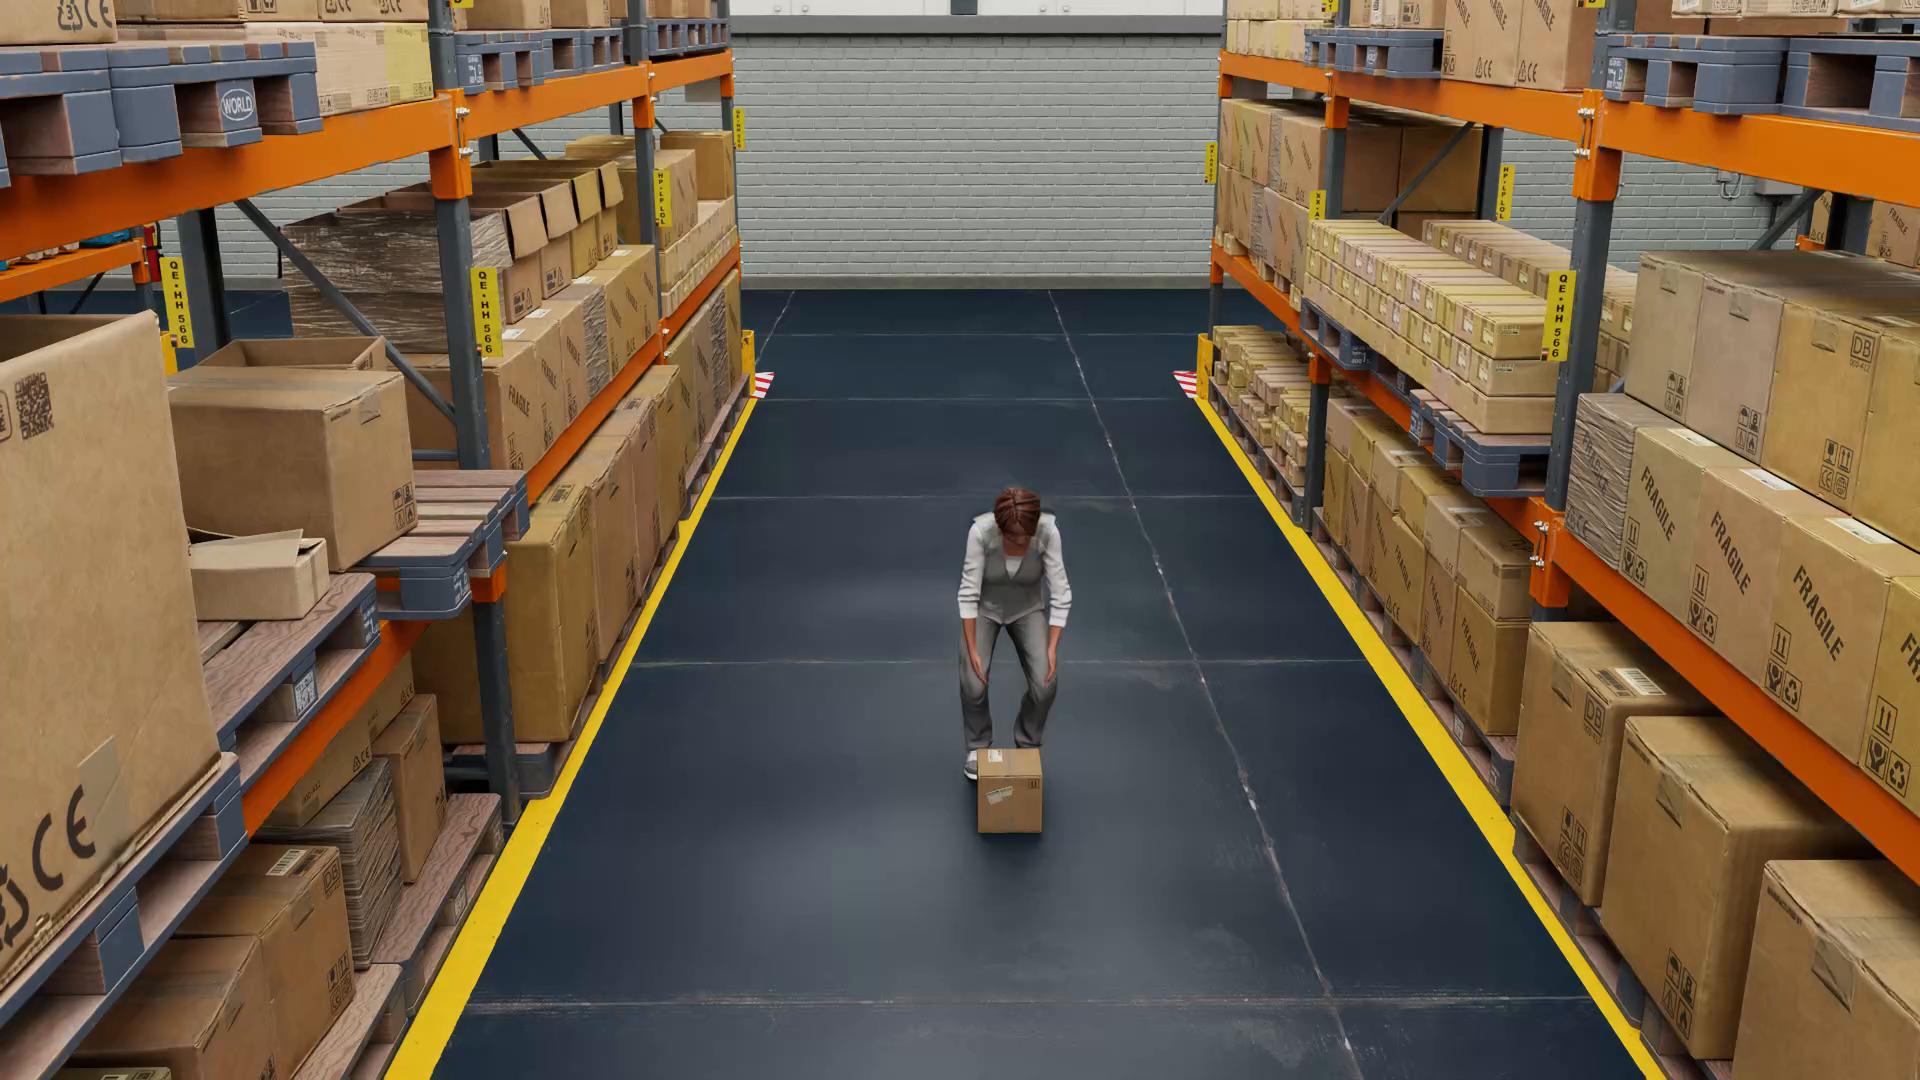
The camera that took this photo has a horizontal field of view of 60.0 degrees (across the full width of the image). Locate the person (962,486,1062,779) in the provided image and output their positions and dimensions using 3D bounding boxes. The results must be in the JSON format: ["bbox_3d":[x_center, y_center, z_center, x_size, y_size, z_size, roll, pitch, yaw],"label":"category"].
[{"bbox_3d":[0.216,0.363,6.875,0.438,1.325,0.640,0,17,-1],"label":"person"}]
